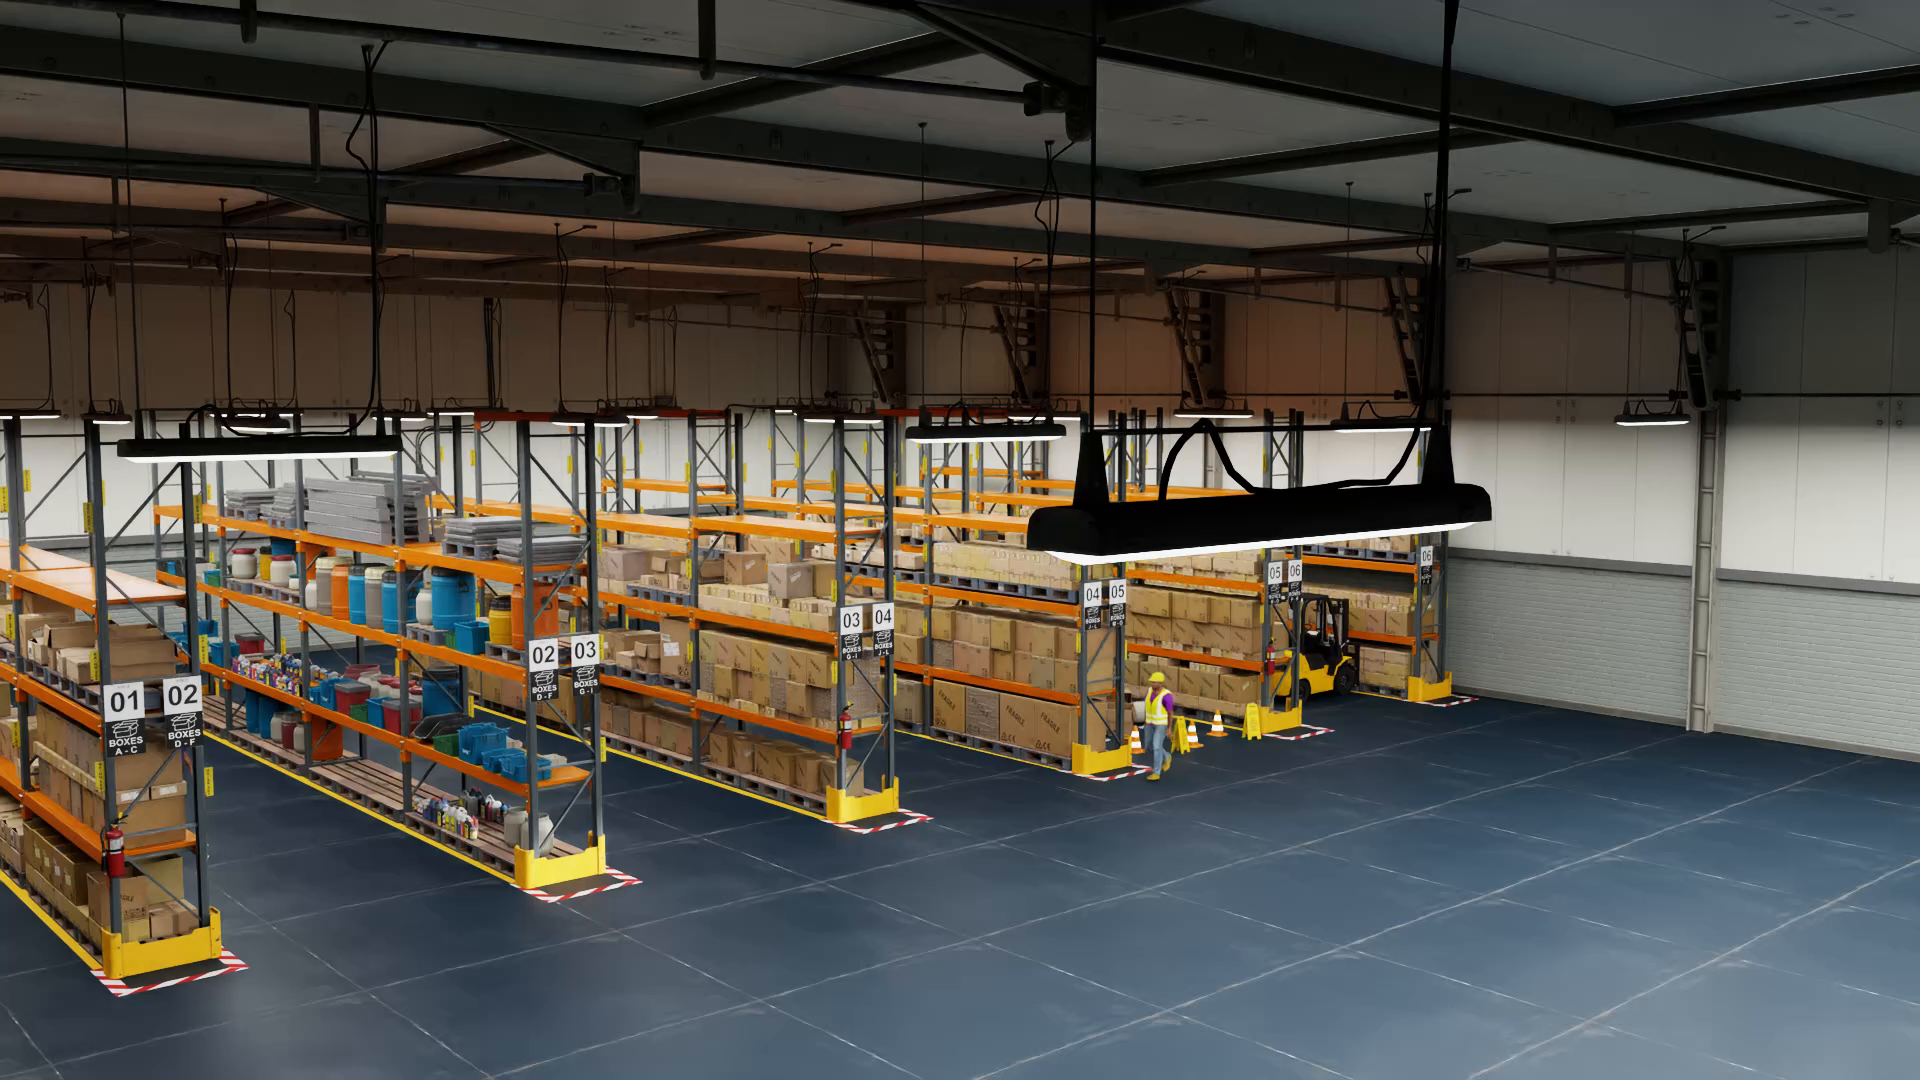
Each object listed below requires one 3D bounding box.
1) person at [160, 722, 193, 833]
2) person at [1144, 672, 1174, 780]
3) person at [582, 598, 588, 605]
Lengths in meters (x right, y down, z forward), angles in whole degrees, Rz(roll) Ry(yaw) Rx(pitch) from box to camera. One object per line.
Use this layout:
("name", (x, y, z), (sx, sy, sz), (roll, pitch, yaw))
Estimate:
("person", (-11.295, 3.425, 24.050), (0.747, 1.655, 0.471), (2, 5, 22))
("person", (3.274, 3.042, 27.440), (0.762, 1.753, 0.633), (-4, 7, -40))
("person", (-8.385, 2.166, 37.330), (1.114, 1.717, 0.661), (5, 7, 44))
